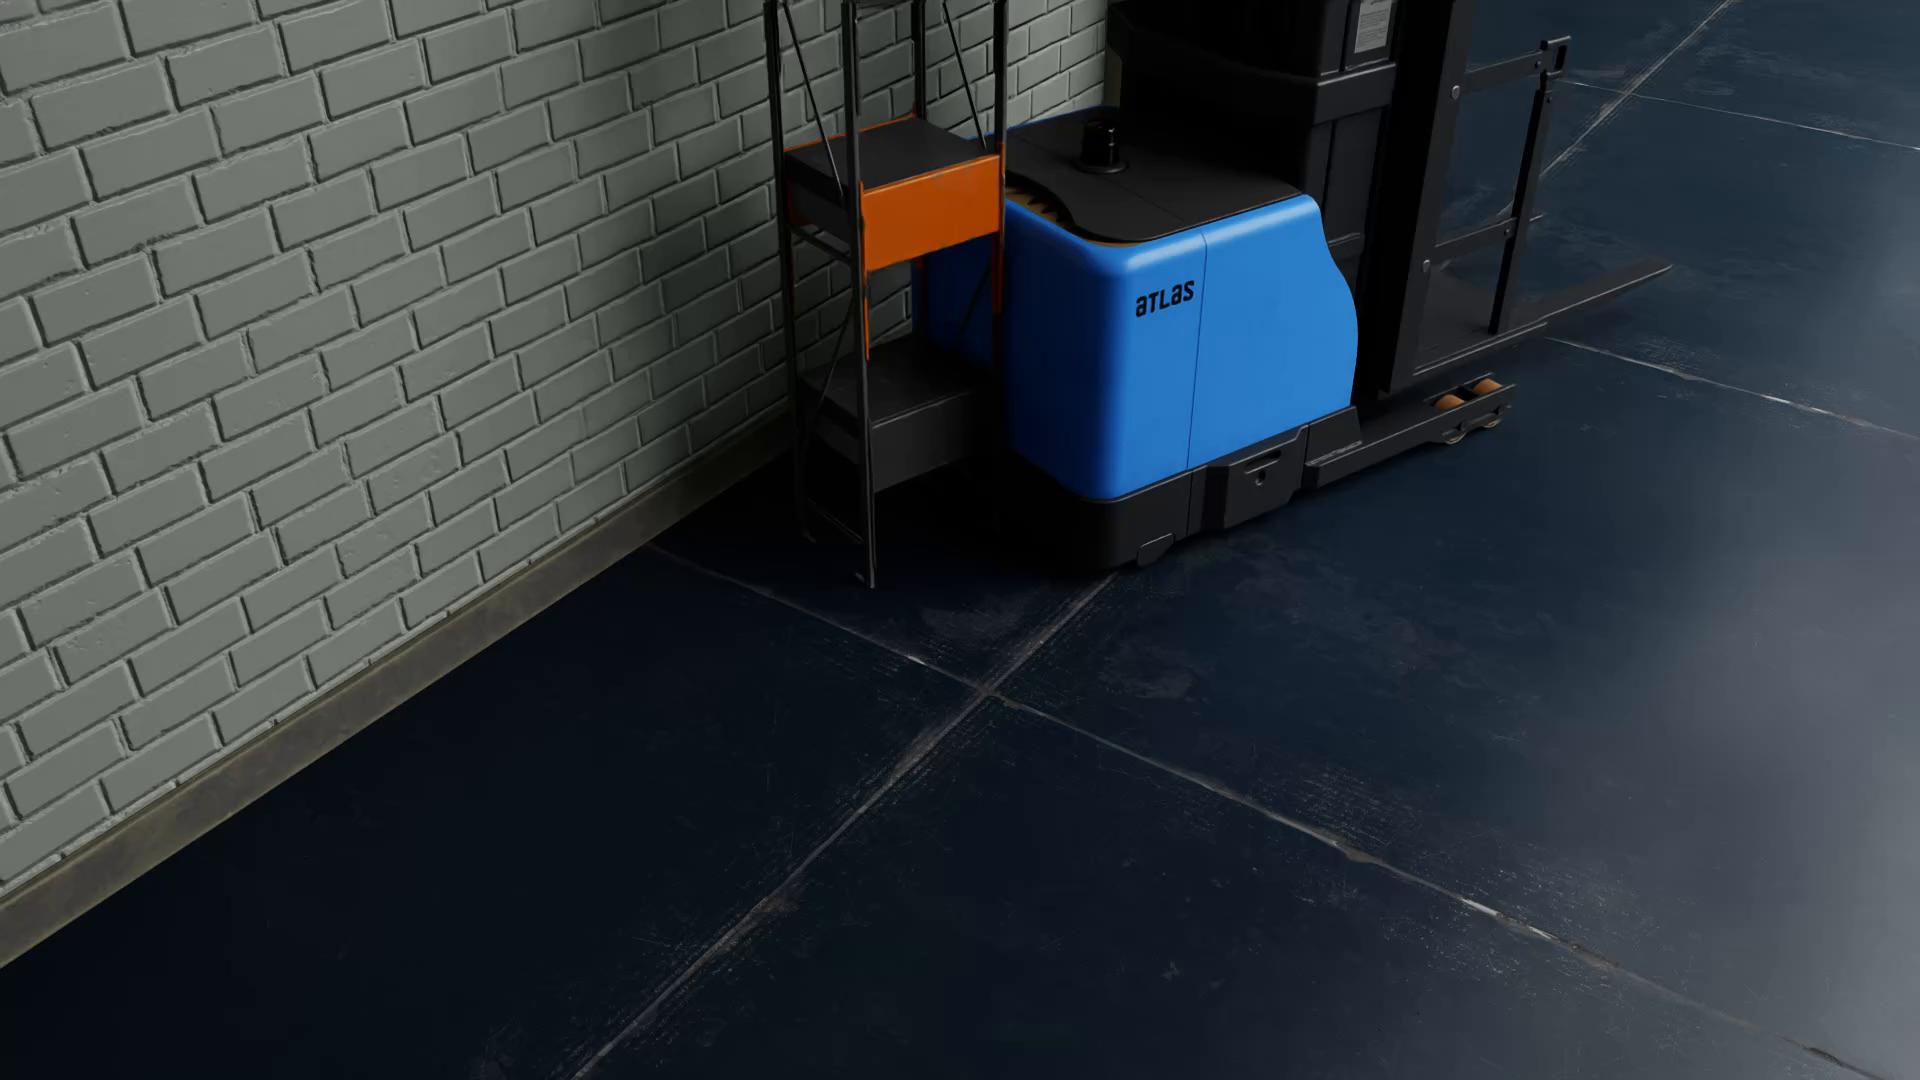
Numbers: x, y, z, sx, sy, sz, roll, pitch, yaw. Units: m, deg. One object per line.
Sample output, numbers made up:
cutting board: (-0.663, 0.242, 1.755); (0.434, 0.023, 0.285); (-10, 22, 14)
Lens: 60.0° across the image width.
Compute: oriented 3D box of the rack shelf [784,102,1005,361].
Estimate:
rack shelf: (-0.194, -0.881, 4.703); (0.480, 0.518, 0.431); (-23, 41, -30)

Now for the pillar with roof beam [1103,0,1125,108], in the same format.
pillar with roof beam: (4.356, -3.690, 2.673); (9.100, 9.000, 0.400); (21, 39, 28)

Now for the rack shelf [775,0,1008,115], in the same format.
rack shelf: (-0.194, -1.461, 4.311); (0.480, 0.518, 0.431); (-23, 41, -30)

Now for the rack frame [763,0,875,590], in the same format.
rack frame: (-0.387, -0.809, 4.571); (0.015, 2.100, 0.400); (-23, 41, -30)

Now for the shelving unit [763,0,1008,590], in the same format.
shelving unit: (-0.194, -0.893, 4.695); (0.503, 2.100, 0.431); (-23, 41, -30)

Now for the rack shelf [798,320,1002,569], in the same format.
rack shelf: (-0.194, -0.301, 5.095); (0.480, 0.518, 0.431); (-23, 41, -30)

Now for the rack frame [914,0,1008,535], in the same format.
rack frame: (-0.001, -0.976, 4.819); (0.015, 2.100, 0.400); (-23, 41, -30)

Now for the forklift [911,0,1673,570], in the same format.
forklift: (1.330, -1.767, 5.246); (3.031, 2.935, 1.130); (-21, 39, -28)
